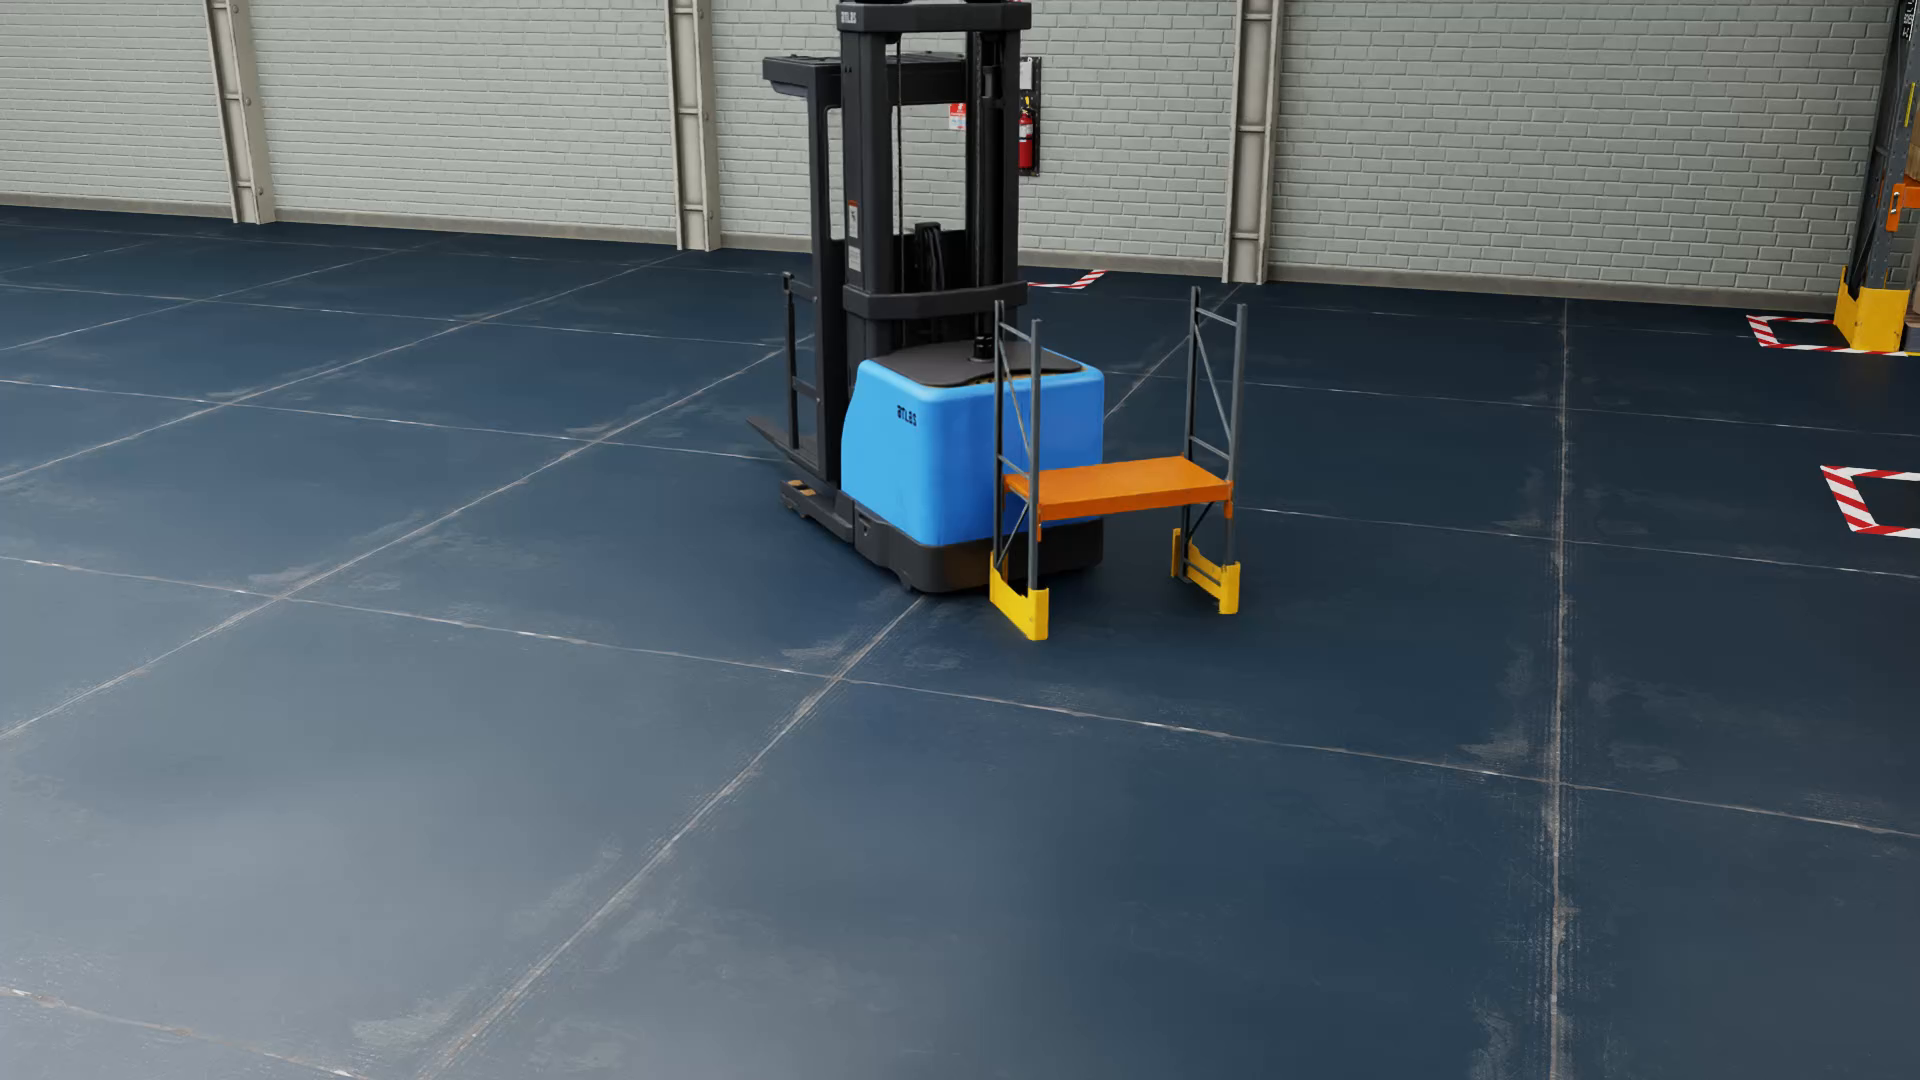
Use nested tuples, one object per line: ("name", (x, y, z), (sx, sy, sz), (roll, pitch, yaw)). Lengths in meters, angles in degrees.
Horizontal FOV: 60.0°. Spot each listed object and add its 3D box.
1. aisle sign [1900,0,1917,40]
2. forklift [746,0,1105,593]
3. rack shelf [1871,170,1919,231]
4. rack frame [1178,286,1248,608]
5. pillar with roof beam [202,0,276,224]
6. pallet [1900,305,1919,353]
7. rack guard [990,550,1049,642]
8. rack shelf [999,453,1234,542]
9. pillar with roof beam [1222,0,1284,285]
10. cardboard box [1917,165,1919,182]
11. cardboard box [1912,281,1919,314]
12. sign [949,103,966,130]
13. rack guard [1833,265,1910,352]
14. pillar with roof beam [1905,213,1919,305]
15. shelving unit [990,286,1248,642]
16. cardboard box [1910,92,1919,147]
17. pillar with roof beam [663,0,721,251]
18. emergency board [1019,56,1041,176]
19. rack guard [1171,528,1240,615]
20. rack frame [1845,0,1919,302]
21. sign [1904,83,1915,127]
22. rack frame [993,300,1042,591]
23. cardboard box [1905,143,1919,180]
("aisle sign", (7.364, -4.274, 12.830), (0.004, 0.787, 0.394), (7, 20, 18))
("forklift", (-0.385, -1.567, 9.119), (1.130, 2.935, 3.031), (-10, 21, -25))
("rack shelf", (9.420, -2.576, 13.002), (4.000, 0.370, 1.077), (7, 20, 18))
("rack frame", (1.217, -0.441, 8.063), (0.032, 1.500, 0.500), (-7, 20, -19))
("pillar with roof beam", (-9.941, -6.764, 14.809), (0.400, 9.000, 9.100), (7, 20, 18))
("pallet", (8.358, -1.708, 13.656), (1.213, 0.211, 1.003), (7, 20, 18))
("rack guard", (0.278, 0.260, 7.950), (0.087, 0.250, 0.587), (-7, 20, -19))
("rack shelf", (0.739, -0.215, 7.960), (1.000, 0.185, 0.538), (-7, 20, -19))
("pillar with roof beam", (1.395, -5.468, 11.090), (0.400, 9.000, 9.100), (7, 20, 18))
("cardboard box", (7.887, -2.919, 13.091), (0.500, 0.250, 0.500), (6, 20, 16))
("cardboard box", (8.154, -1.967, 13.579), (0.500, 0.311, 0.500), (4, 20, 12))
("sign", (-0.003, -4.361, 16.975), (0.234, 0.329, 0.001), (7, 20, 18))
("rack guard", (7.602, -1.943, 13.892), (0.348, 0.500, 1.175), (7, 20, 18))
("pillar with roof beam", (7.063, -4.819, 9.231), (0.400, 9.000, 9.100), (7, 20, 18))
("shelving unit", (0.747, -0.386, 7.904), (1.083, 1.500, 0.587), (-7, 20, -19))
("cardboard box", (8.045, -3.440, 13.445), (0.500, 0.500, 0.500), (6, 20, 17))
("pillar with roof beam", (-4.273, -6.116, 12.949), (0.400, 9.000, 9.100), (7, 20, 18))
("emergency board", (0.486, -4.252, 16.717), (0.643, 1.169, 0.194), (7, 20, 18))
("rack guard", (1.216, 0.149, 8.268), (0.087, 0.250, 0.587), (-7, 20, -19))
("rack frame", (7.530, -3.132, 13.504), (0.127, 3.000, 1.000), (7, 20, 18))
("sign", (7.352, -3.372, 12.877), (0.005, 0.325, 0.100), (7, 20, 18))
("rack frame", (0.260, -0.328, 7.739), (0.032, 1.500, 0.500), (-7, 20, -19))
("cardboard box", (8.035, -3.080, 13.553), (0.500, 0.250, 0.500), (7, 20, 19))
